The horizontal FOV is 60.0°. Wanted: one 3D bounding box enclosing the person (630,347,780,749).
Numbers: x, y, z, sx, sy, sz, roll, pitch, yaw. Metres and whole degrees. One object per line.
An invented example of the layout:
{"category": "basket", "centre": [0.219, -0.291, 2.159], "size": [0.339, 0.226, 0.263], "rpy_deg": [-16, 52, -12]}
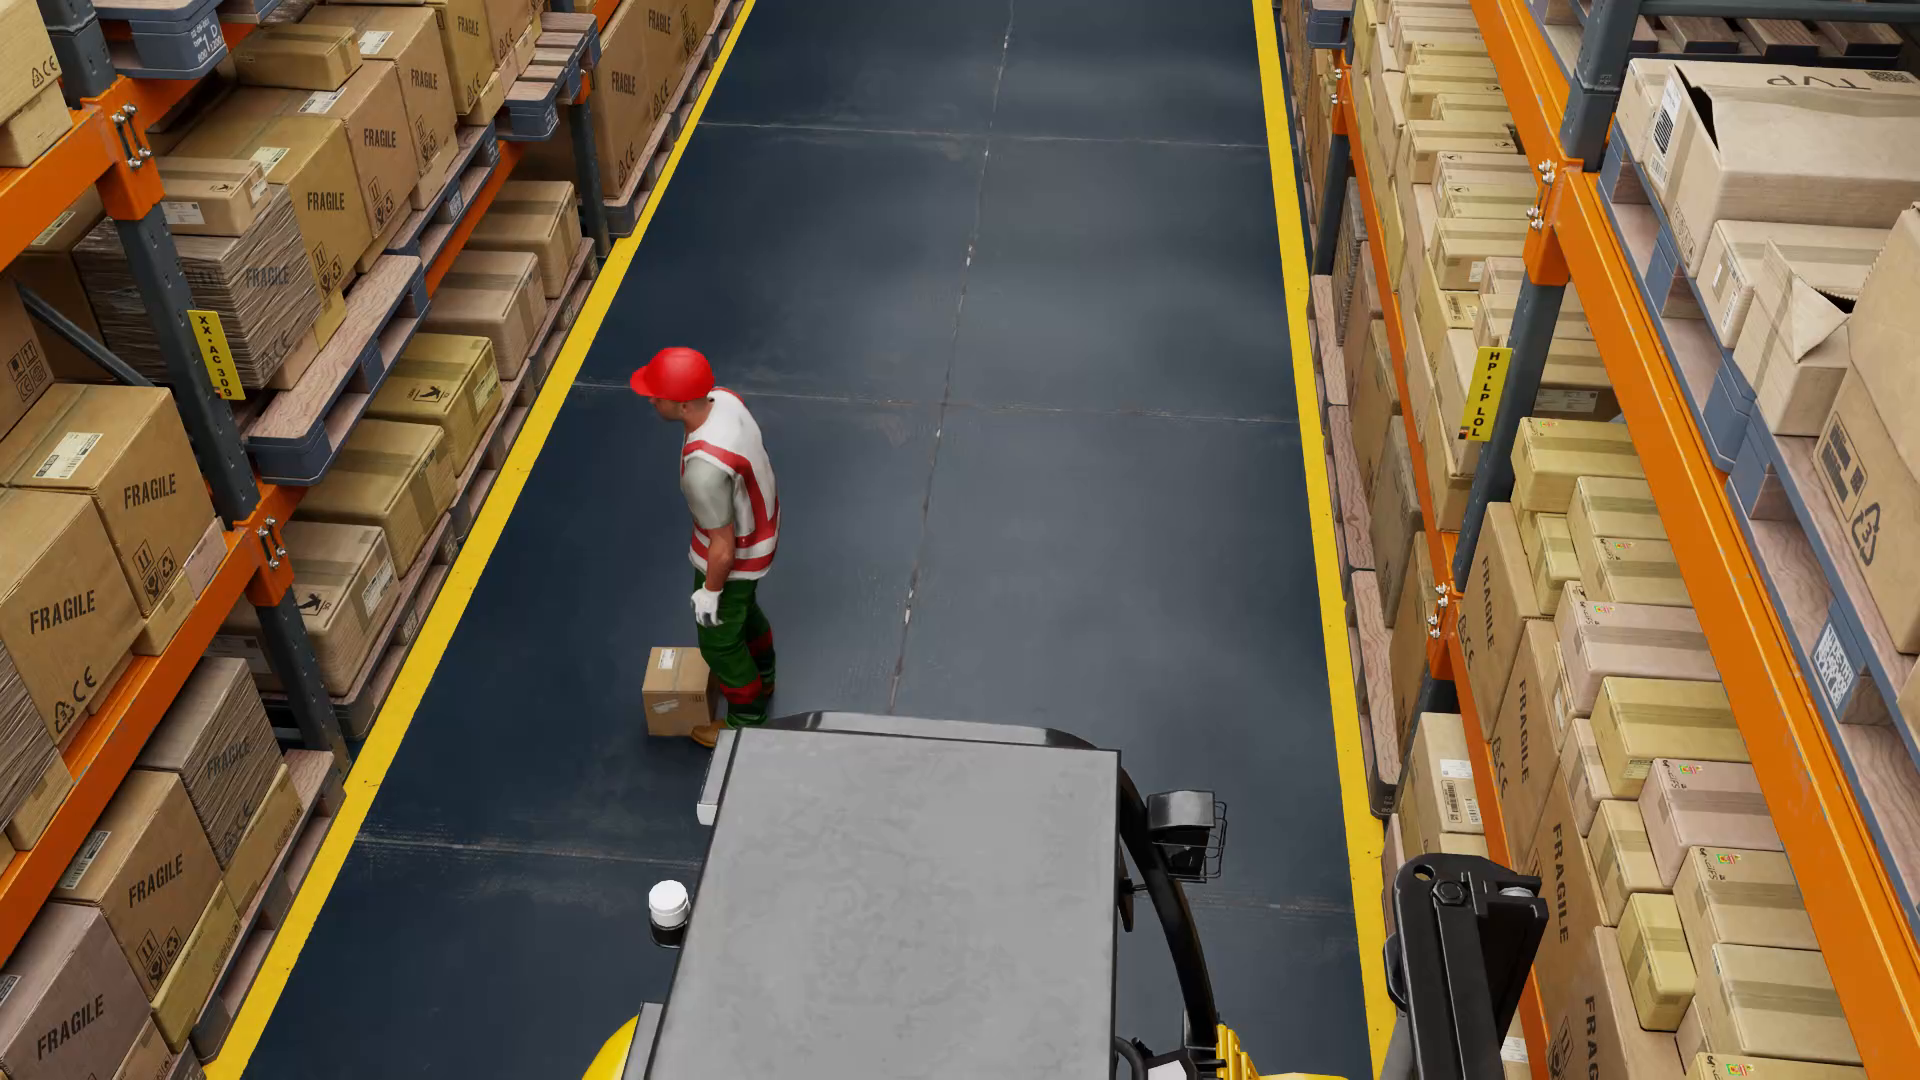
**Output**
{"category": "person", "centre": [-0.882, 0.036, 6.102], "size": [0.453, 1.778, 0.615], "rpy_deg": [1, 40, 1]}
